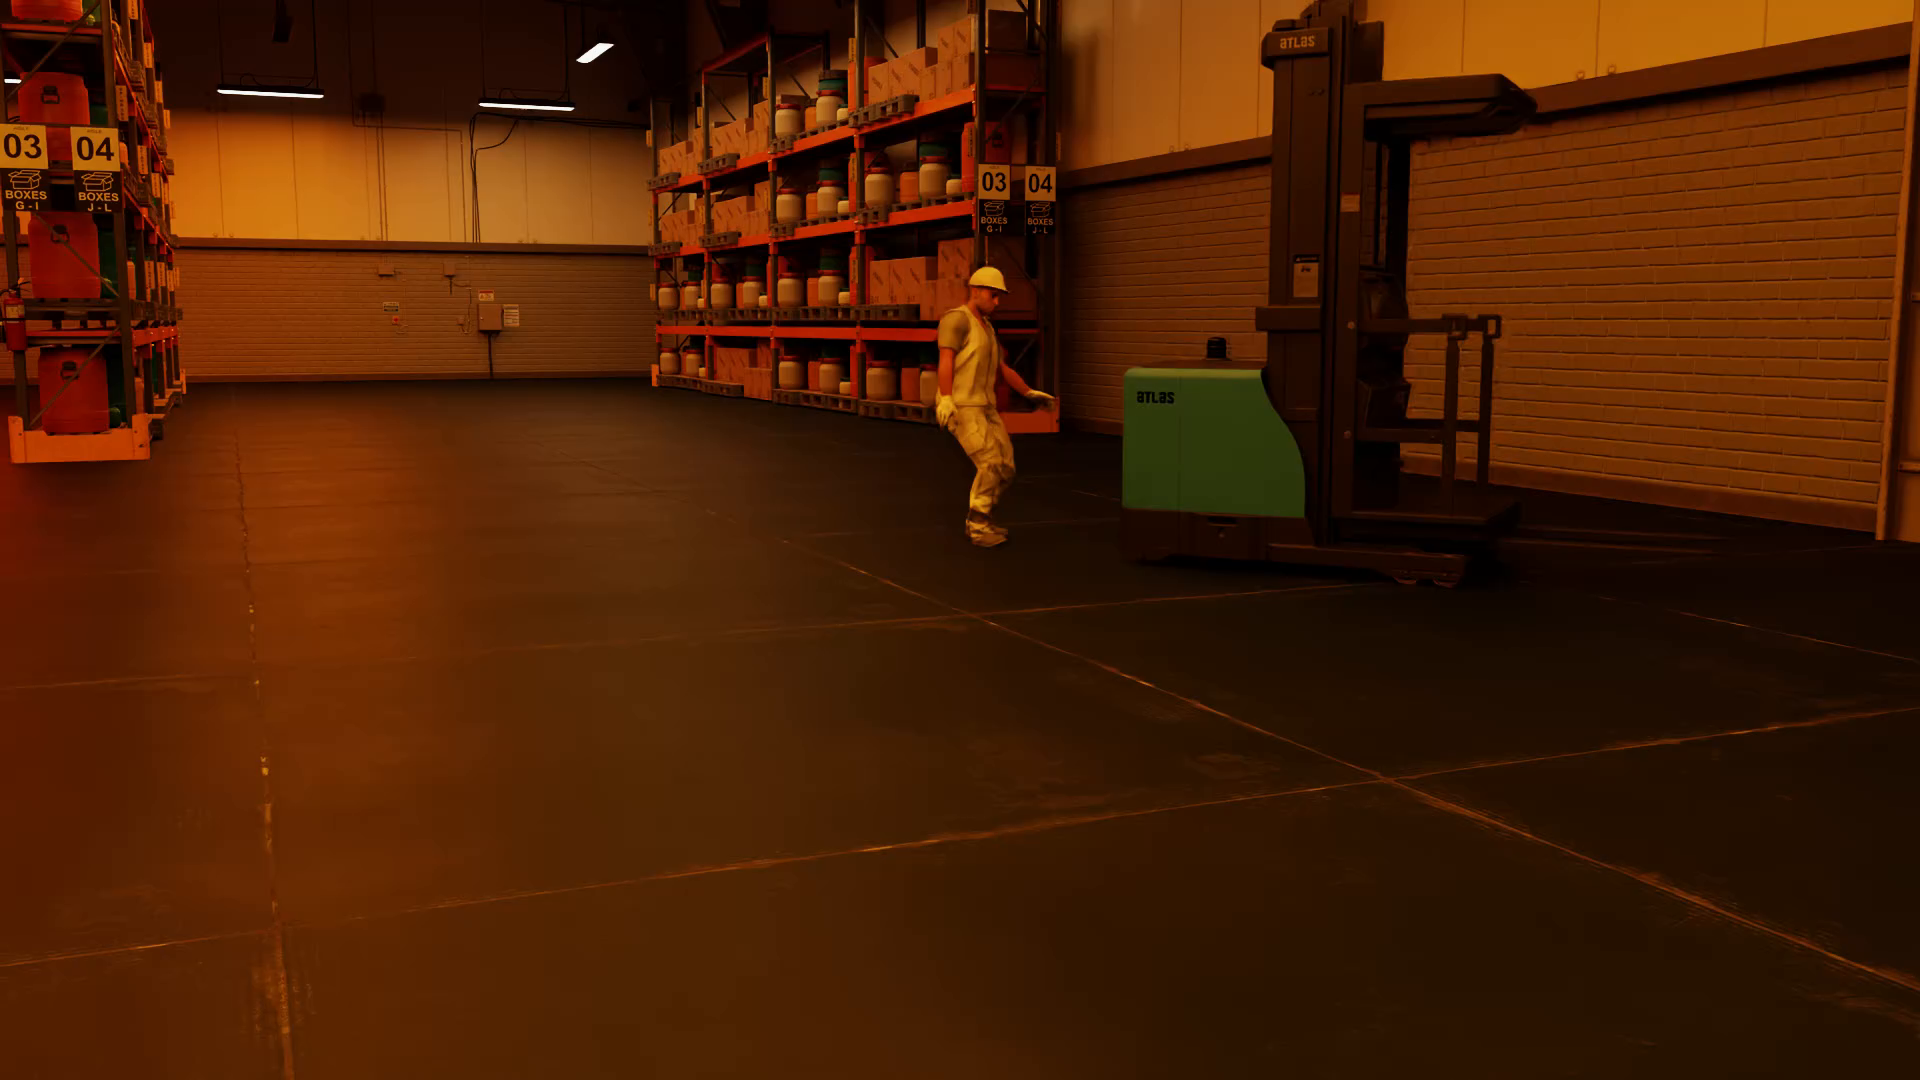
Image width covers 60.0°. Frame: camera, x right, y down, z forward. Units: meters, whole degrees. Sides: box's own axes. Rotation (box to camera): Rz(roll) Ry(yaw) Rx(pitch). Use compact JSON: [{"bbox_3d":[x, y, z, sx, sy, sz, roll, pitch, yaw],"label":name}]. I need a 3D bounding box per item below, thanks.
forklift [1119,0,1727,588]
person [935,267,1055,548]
[{"bbox_3d":[2.428,-1.293,8.746,3.031,2.935,1.130,4,8,27],"label":"forklift"},{"bbox_3d":[0.176,-0.796,10.030,0.540,1.685,0.941,4,9,30],"label":"person"}]
